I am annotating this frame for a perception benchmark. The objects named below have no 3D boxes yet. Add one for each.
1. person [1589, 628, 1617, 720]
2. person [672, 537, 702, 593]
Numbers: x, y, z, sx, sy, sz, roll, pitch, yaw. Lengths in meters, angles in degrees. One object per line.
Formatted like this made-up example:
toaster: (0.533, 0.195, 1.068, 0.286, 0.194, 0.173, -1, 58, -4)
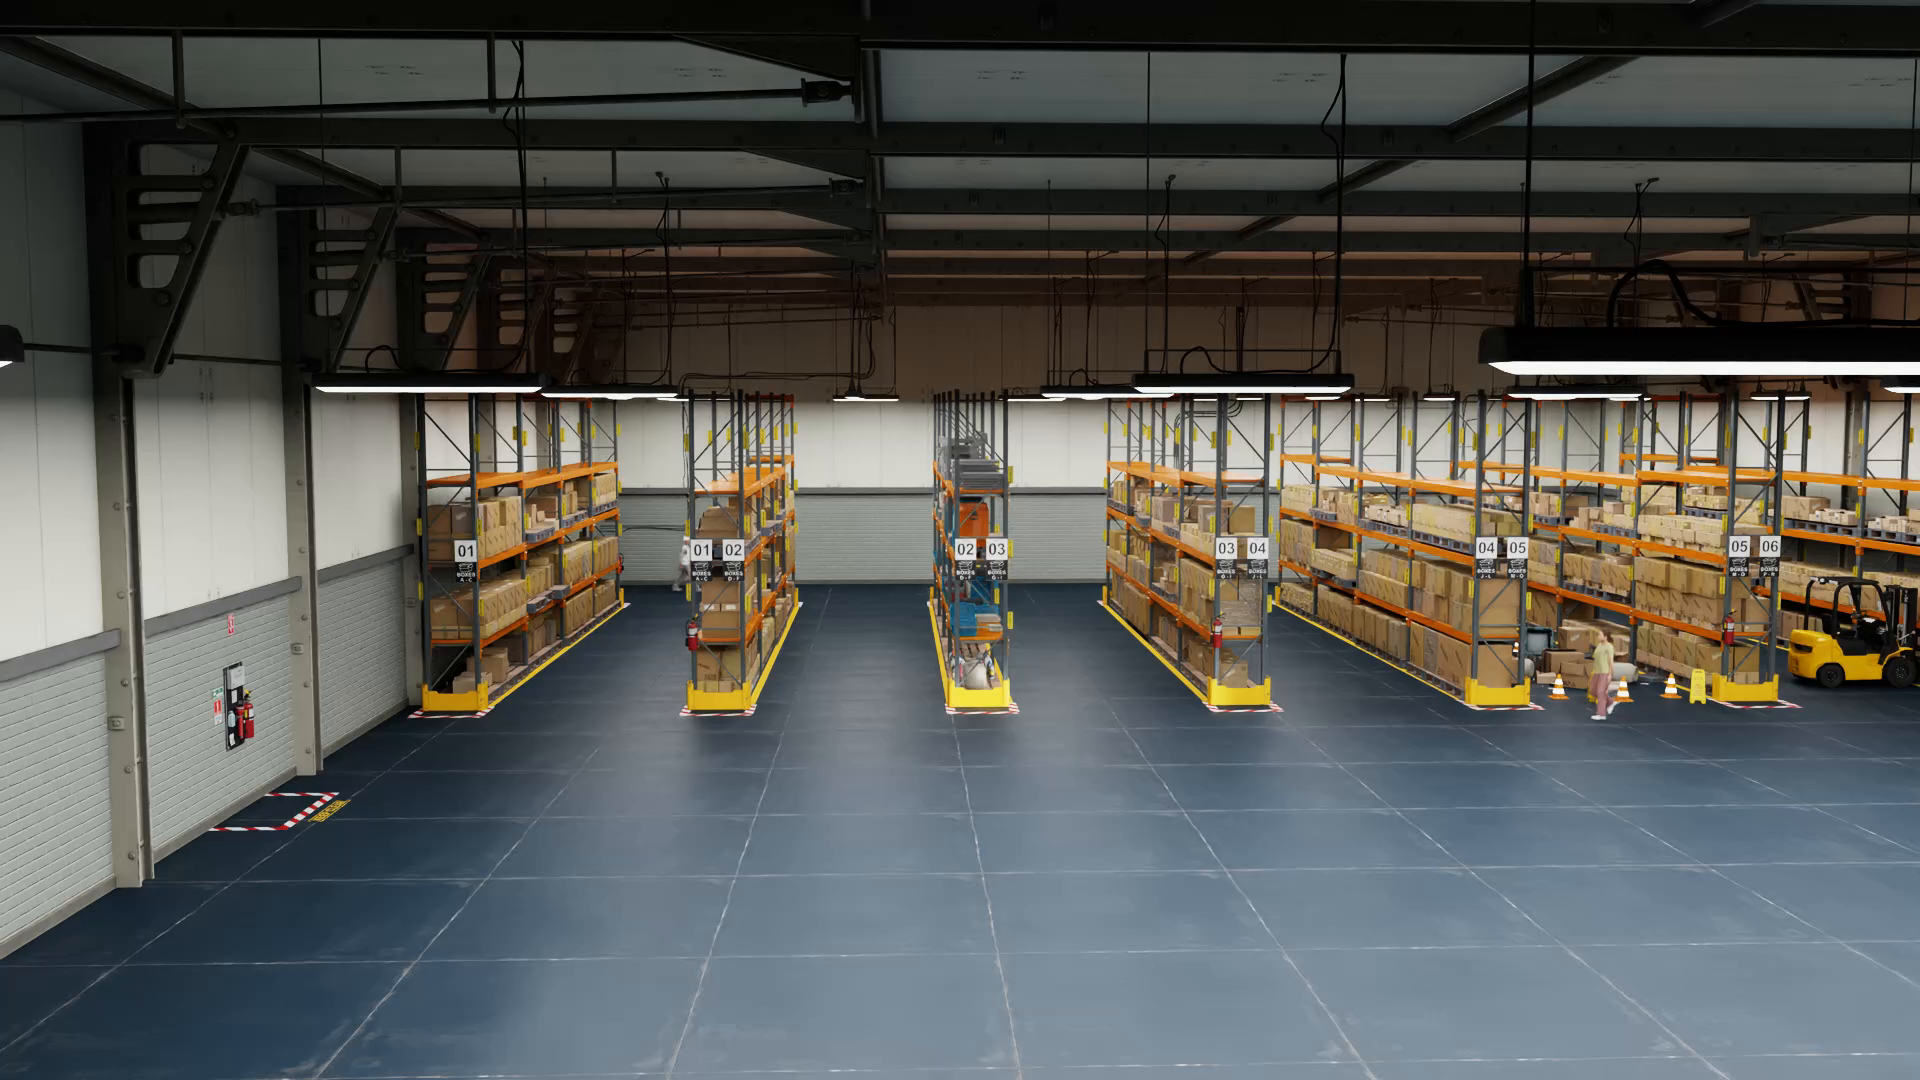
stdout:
person: (11.713, 2.421, 30.136, 0.593, 1.659, 0.439, -1, 5, -17)
person: (-8.239, 0.730, 50.548, 1.082, 1.719, 0.531, 0, 5, 4)
